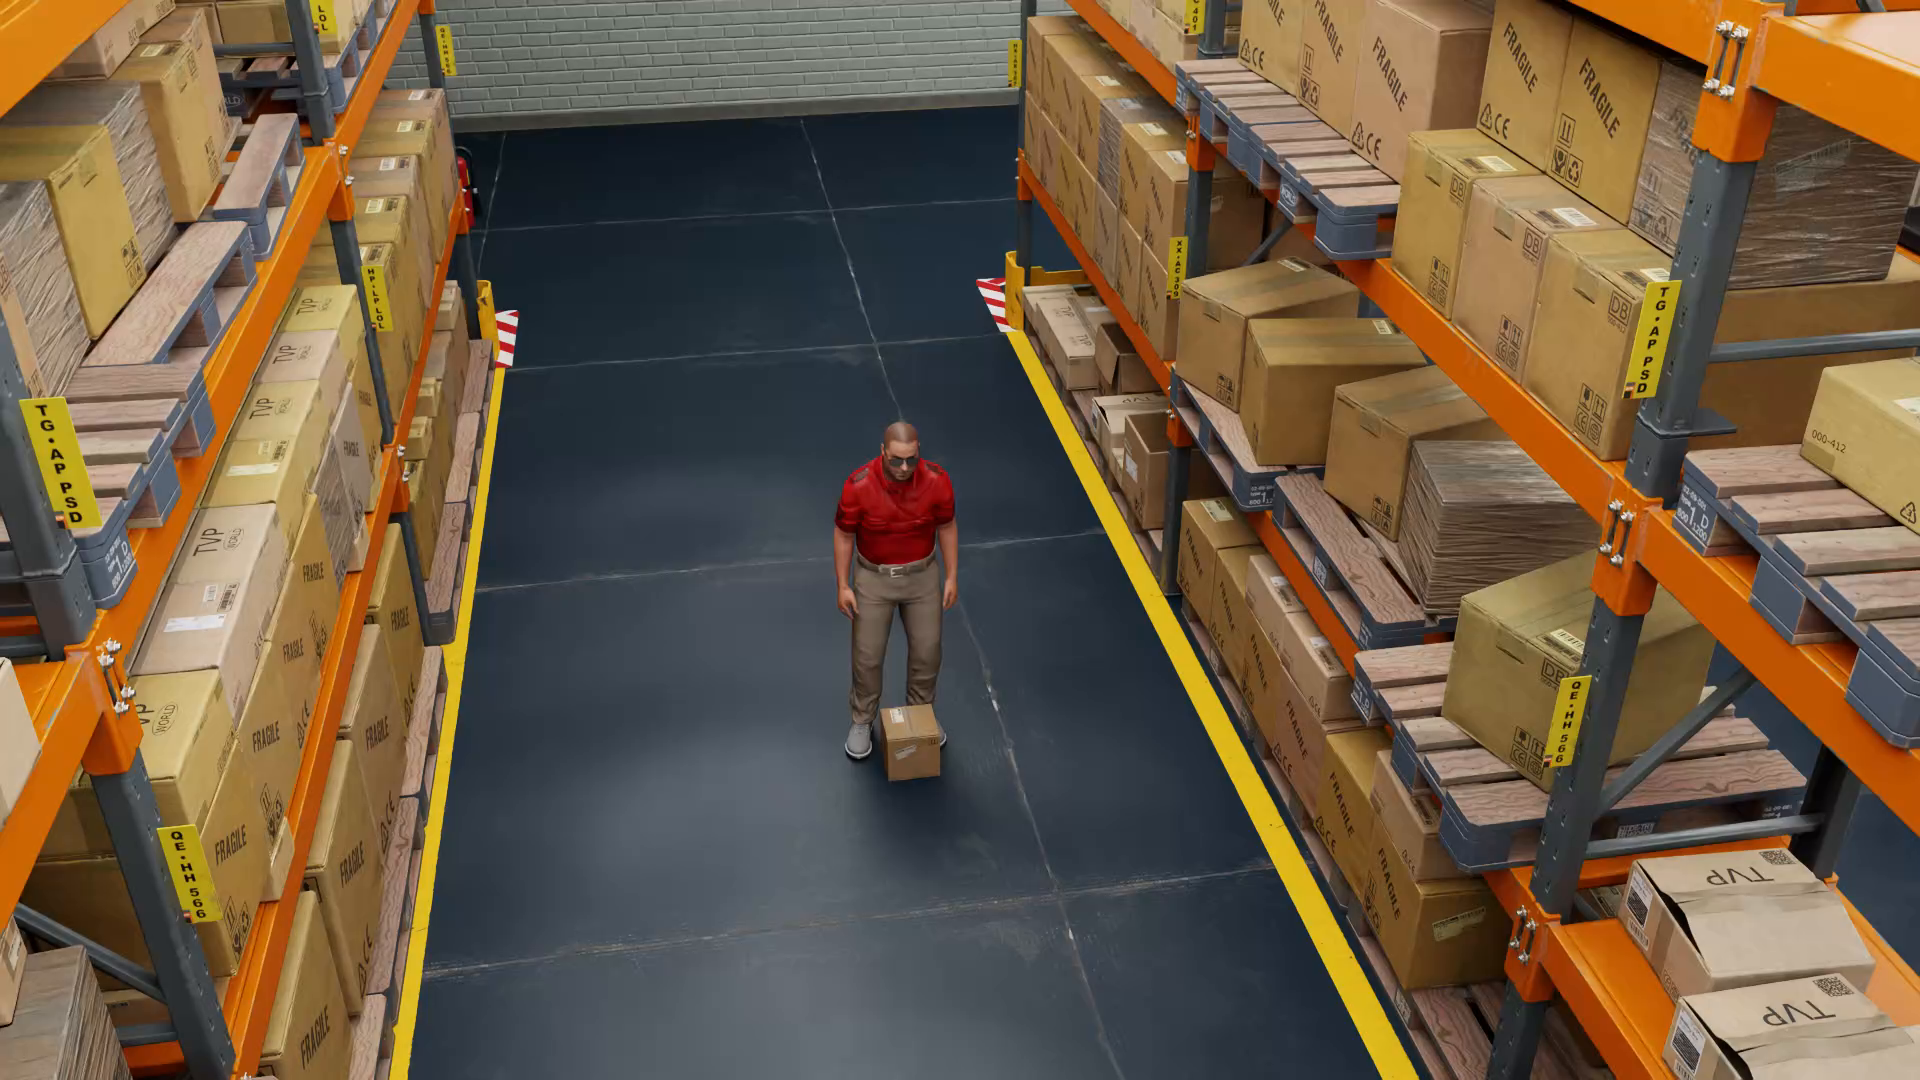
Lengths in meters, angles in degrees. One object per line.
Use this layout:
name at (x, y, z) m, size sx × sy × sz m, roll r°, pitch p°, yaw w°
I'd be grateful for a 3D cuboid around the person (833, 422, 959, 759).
person at (-0.291, 0.206, 7.800) m, size 0.587 × 1.726 × 0.389 m, roll -6°, pitch 31°, yaw -9°
